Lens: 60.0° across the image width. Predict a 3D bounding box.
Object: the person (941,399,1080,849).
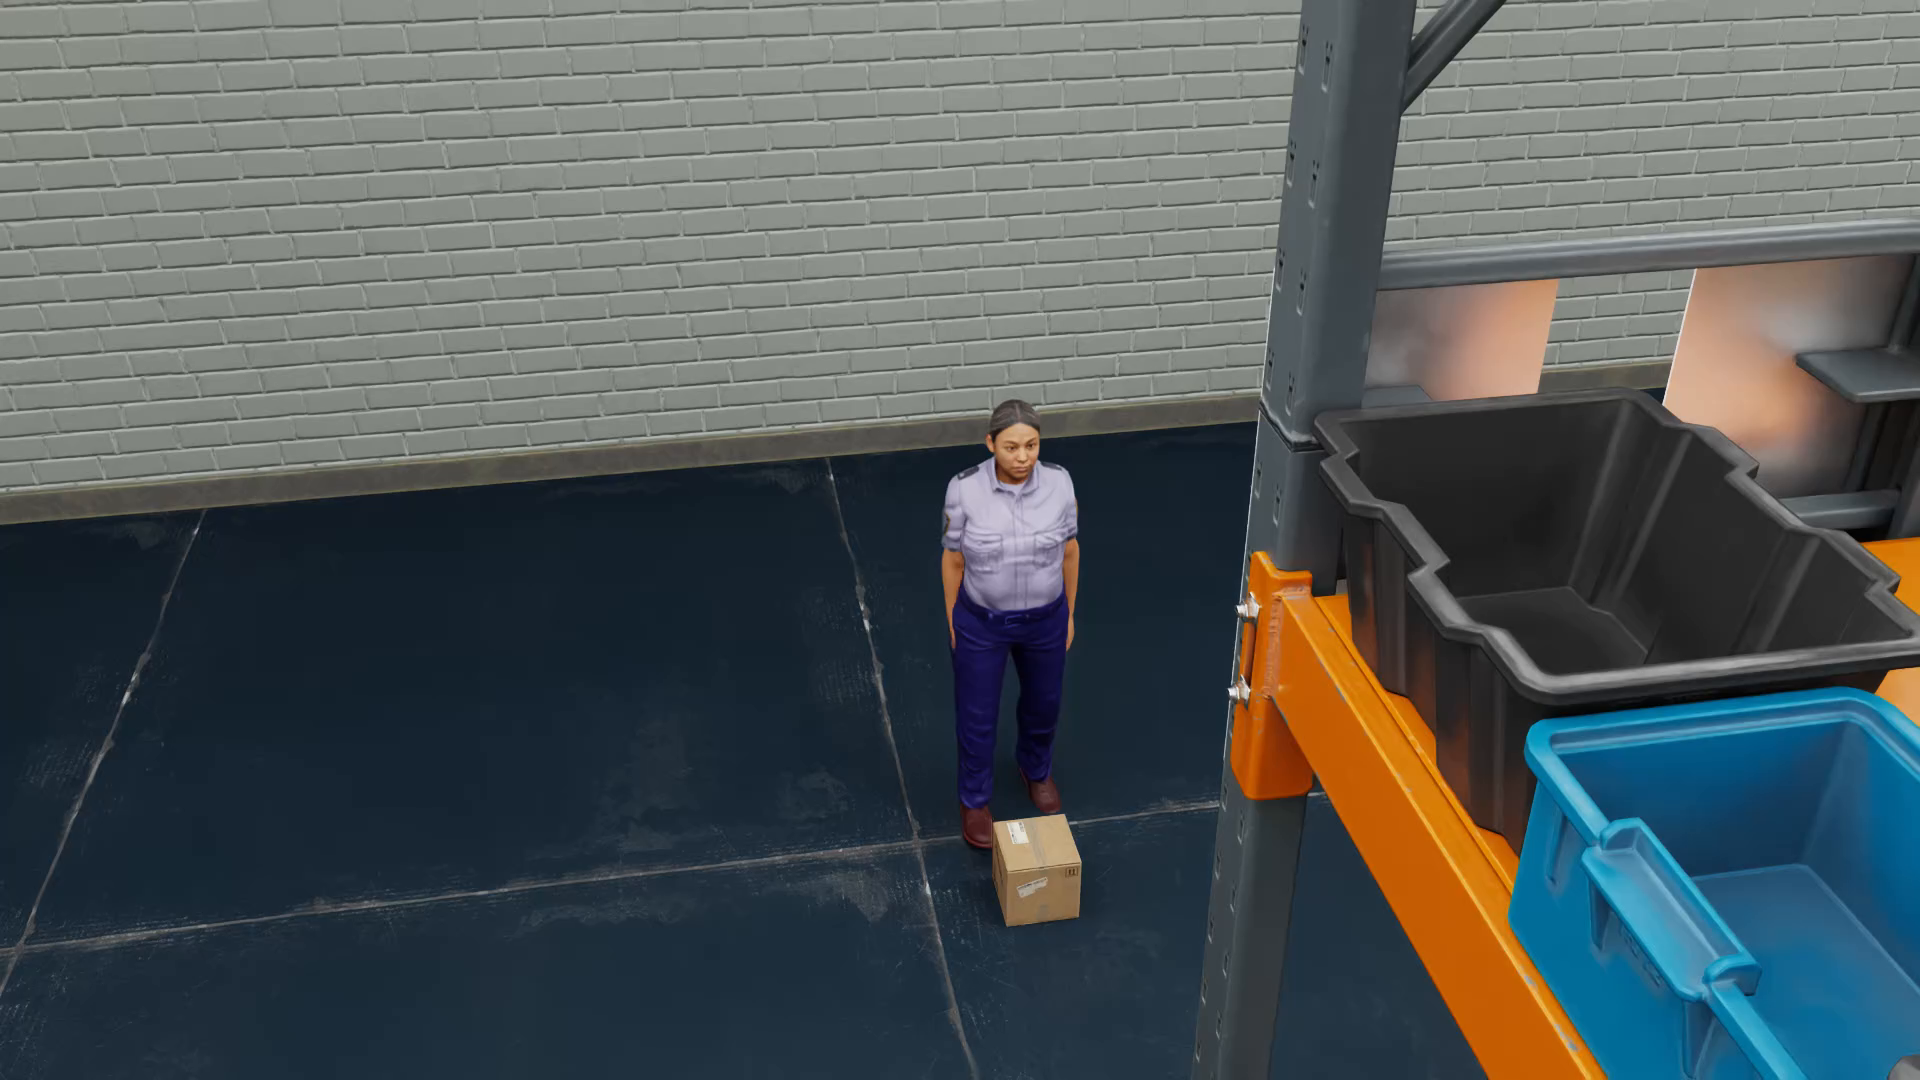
[{"bbox_3d":[0.176,0.297,5.685,0.473,1.685,0.454,-5,31,-8],"label":"person"}]
